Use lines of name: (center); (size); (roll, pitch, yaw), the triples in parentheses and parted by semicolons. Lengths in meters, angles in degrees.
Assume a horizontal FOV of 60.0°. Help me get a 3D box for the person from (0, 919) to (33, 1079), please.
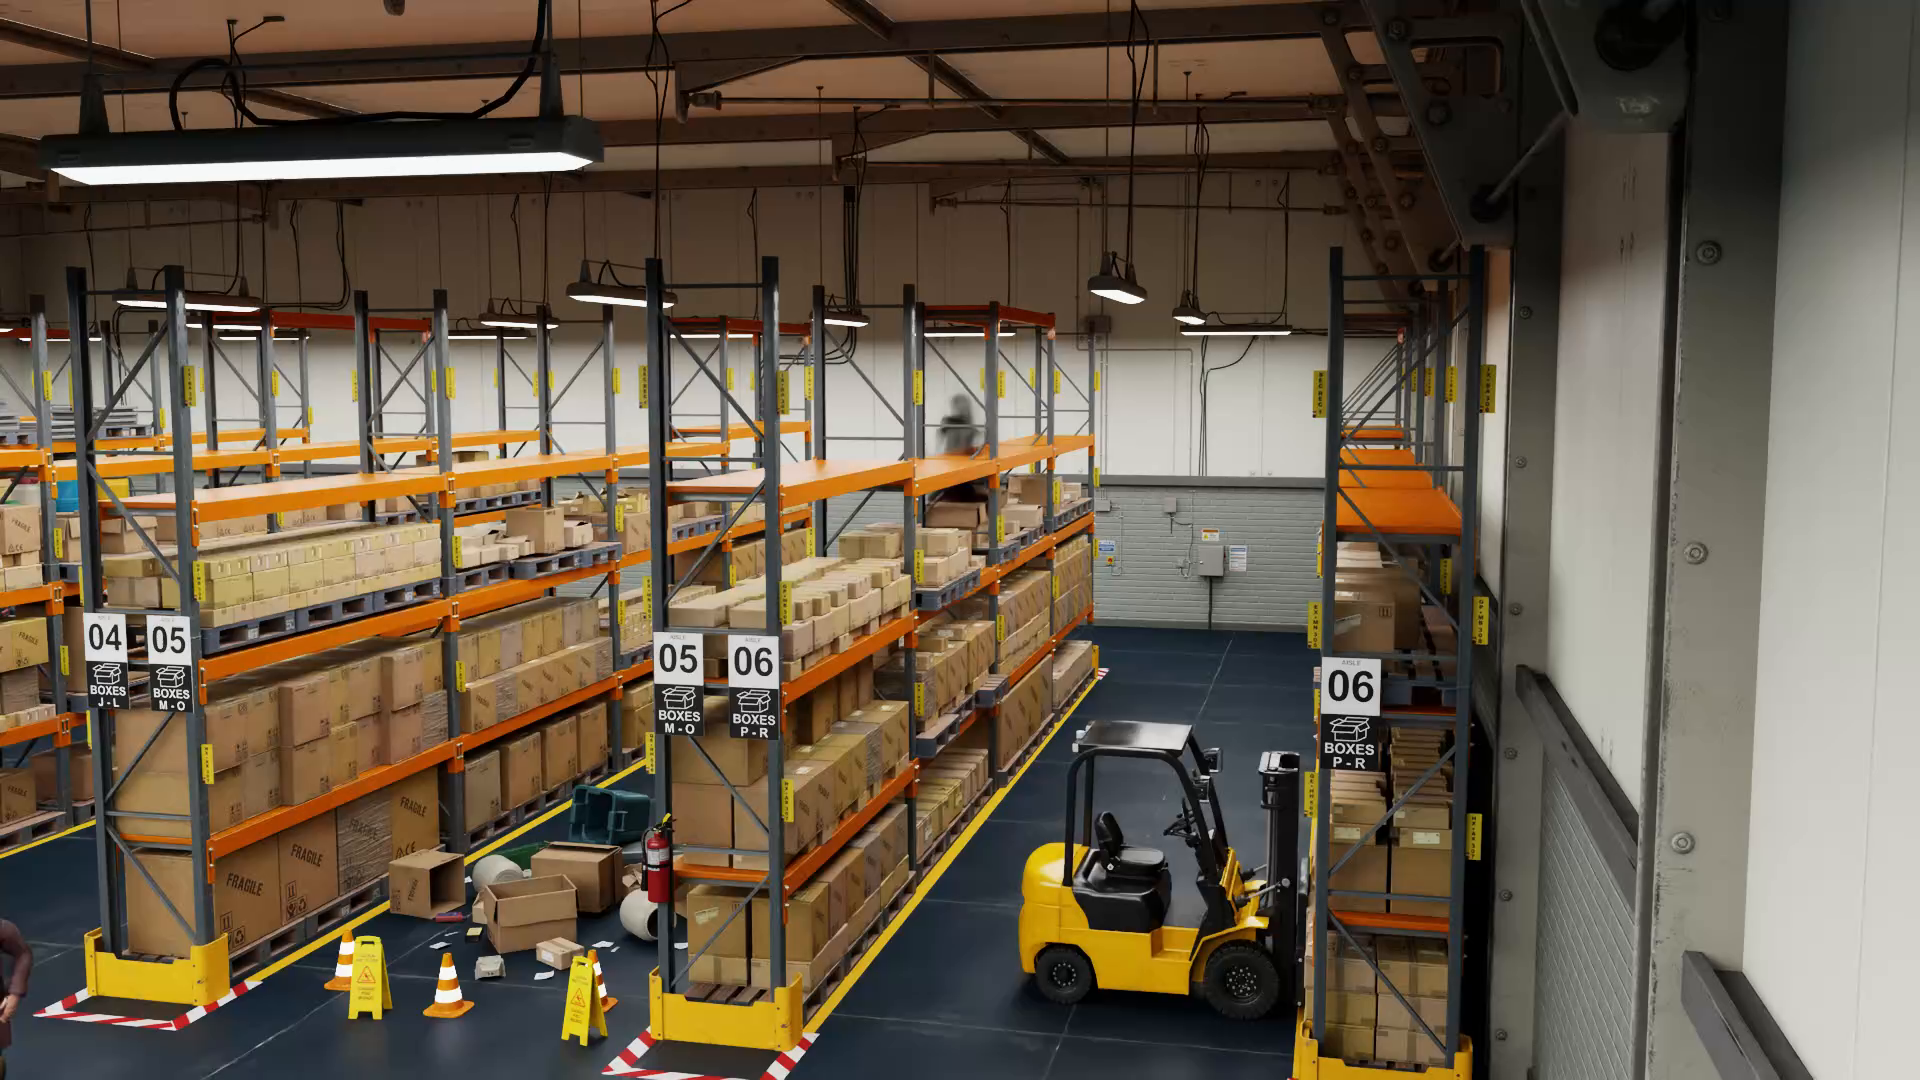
person: (-6.665, 3.177, 11.229); (0.736, 1.744, 0.735); (-3, 6, -26)
